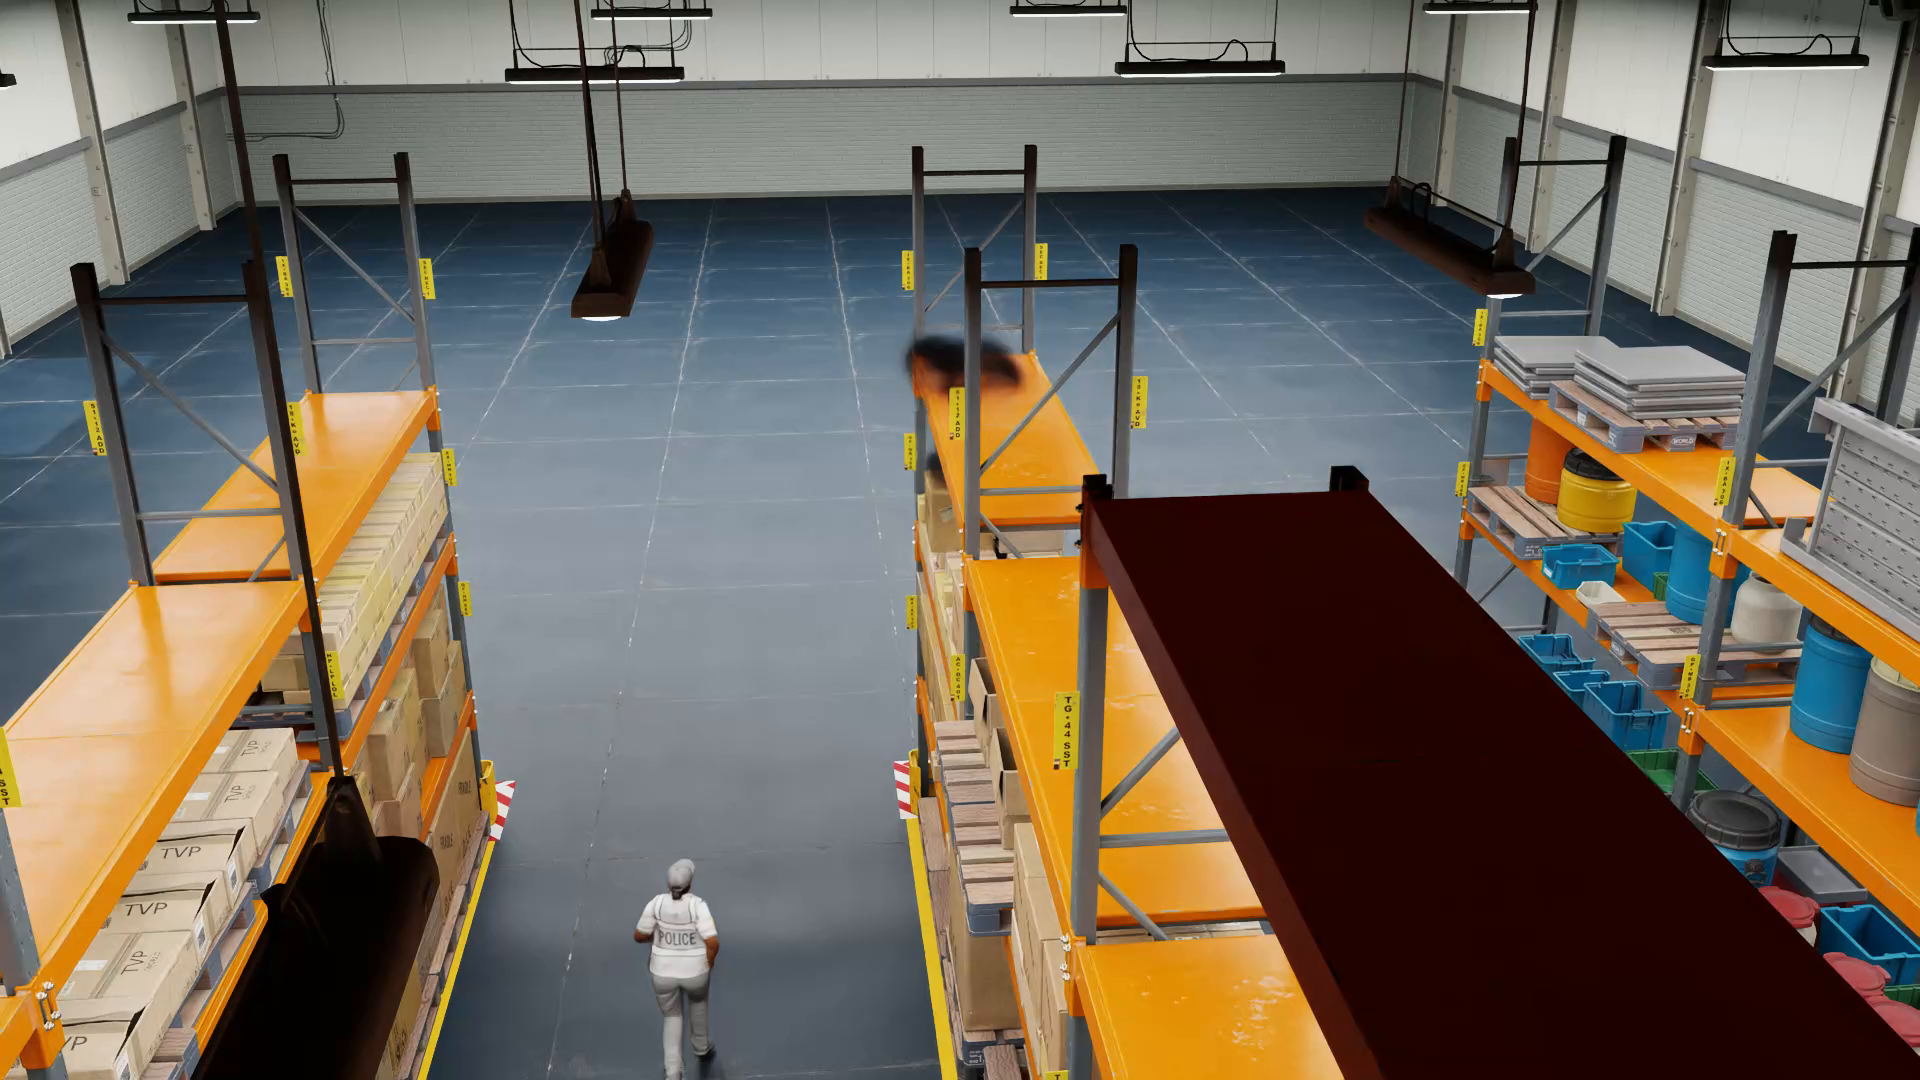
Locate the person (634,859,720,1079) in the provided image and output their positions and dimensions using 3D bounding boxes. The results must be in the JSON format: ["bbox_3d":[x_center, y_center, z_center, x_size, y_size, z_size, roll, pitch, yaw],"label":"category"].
[{"bbox_3d":[-1.953,3.069,11.650,0.579,1.698,0.798,-1,22,-4],"label":"person"}]
